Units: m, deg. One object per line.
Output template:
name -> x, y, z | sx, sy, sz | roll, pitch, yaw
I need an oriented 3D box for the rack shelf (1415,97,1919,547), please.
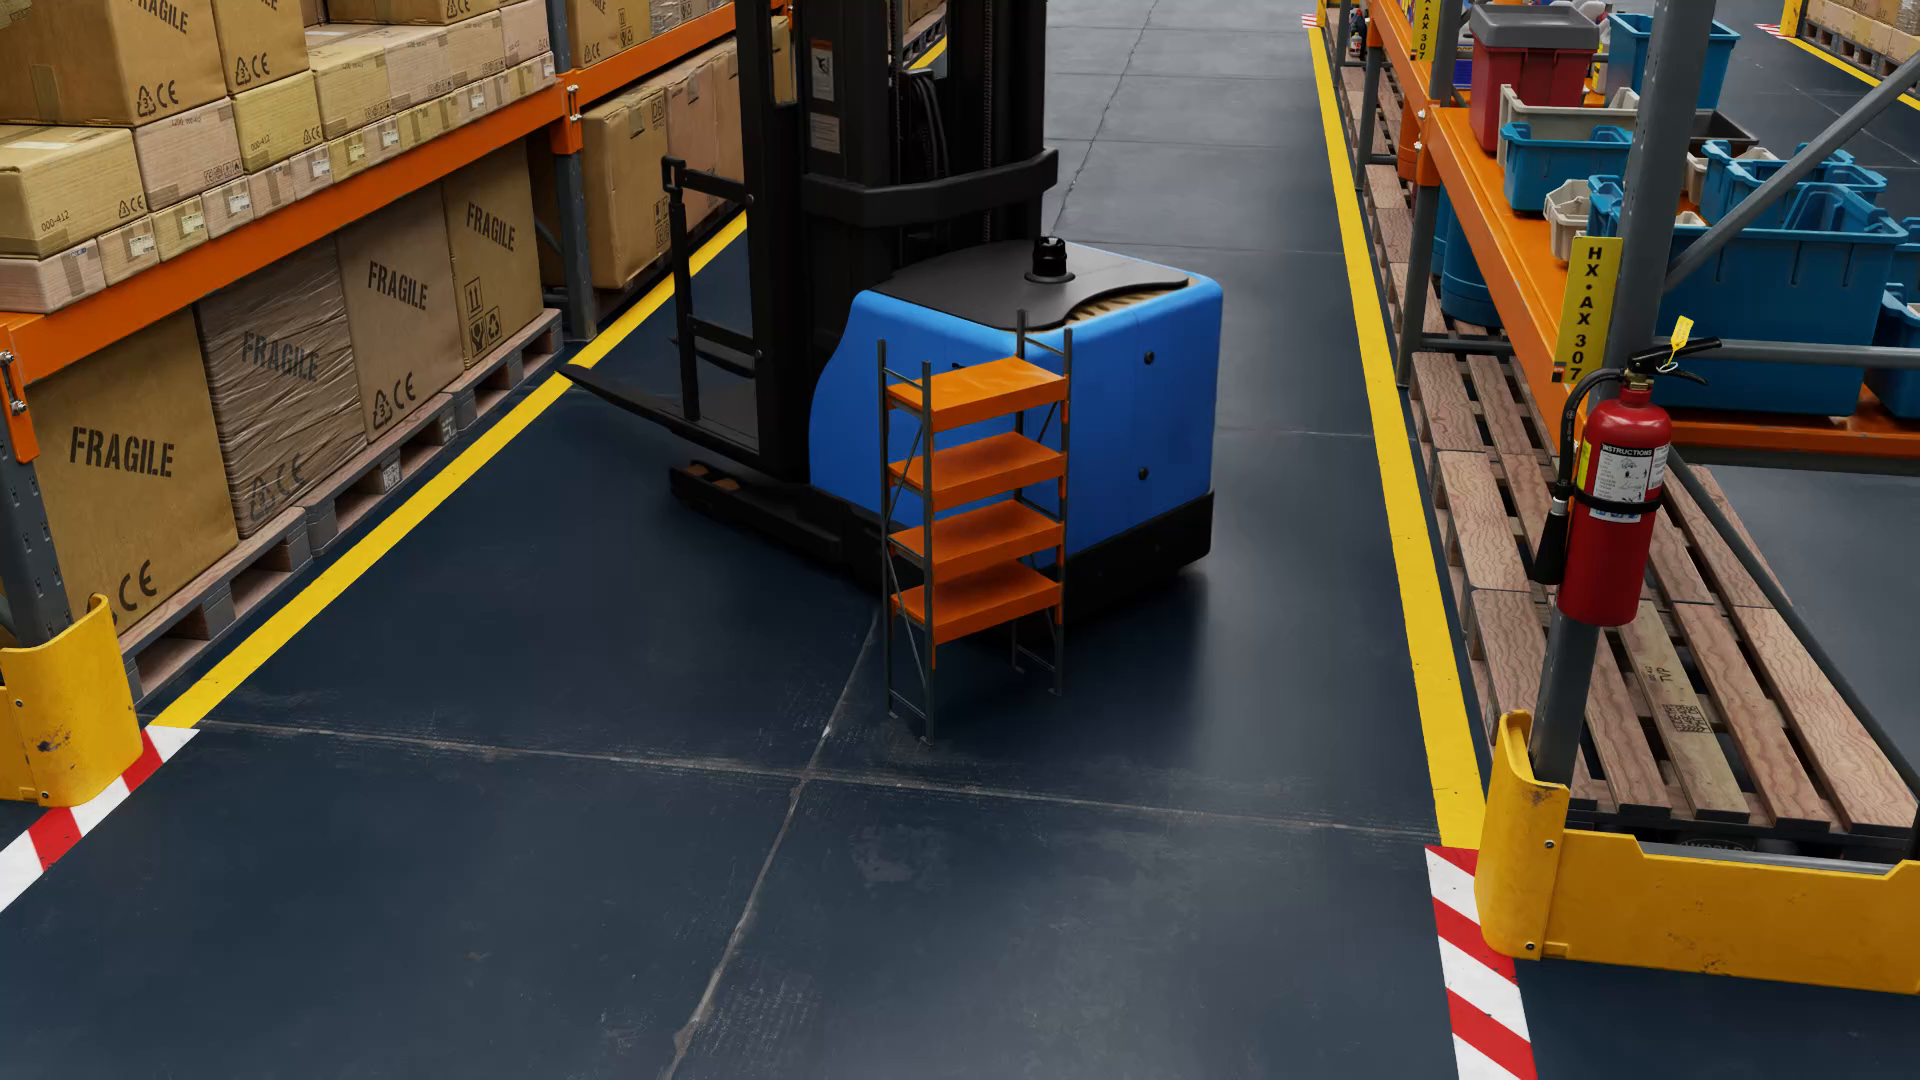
rack shelf -> 2.214, -0.894, 5.471 | 1.077, 0.370, 4.000 | 4, 25, 9

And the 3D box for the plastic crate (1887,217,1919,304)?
plastic crate -> 2.360, -0.691, 4.314 | 0.416, 0.233, 0.300 | 4, 25, 9

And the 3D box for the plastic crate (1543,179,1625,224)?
plastic crate -> 1.955, -1.008, 5.106 | 0.298, 0.136, 0.250 | 4, 25, 9

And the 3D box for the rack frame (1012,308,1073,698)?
rack frame -> 0.243, -0.093, 5.032 | 0.015, 1.200, 0.240 | -17, 30, -32

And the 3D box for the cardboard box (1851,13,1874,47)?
cardboard box -> 8.834, -4.839, 15.798 | 0.500, 0.250, 0.500 | 4, 25, 9

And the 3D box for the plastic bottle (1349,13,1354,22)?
plastic bottle -> 3.686, -4.812, 15.677 | 0.061, 0.283, 0.133 | 6, 26, 12

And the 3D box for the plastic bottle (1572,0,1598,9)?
plastic bottle -> 3.182, -2.652, 8.523 | 0.152, 0.276, 0.135 | 4, 25, 9

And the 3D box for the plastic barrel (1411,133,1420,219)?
plastic barrel -> 2.947, -2.149, 9.653 | 0.600, 0.588, 0.708 | 4, 25, 9

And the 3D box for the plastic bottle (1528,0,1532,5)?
plastic bottle -> 3.475, -3.297, 9.990 | 0.097, 0.201, 0.097 | 0, 25, 0

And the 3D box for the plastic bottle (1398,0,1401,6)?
plastic bottle -> 2.706, -3.384, 10.078 | 0.061, 0.283, 0.133 | 4, 25, 9

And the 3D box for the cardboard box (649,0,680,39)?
cardboard box -> -1.860, -3.040, 9.088 | 0.500, 0.500, 0.500 | 3, 25, 7

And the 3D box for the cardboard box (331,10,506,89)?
cardboard box -> -2.241, -2.047, 6.911 | 0.500, 0.250, 0.500 | 5, 26, 10

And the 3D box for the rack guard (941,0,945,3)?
rack guard -> -0.397, -6.255, 19.022 | 1.175, 0.500, 0.348 | 4, 25, 9

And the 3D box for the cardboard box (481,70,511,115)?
cardboard box -> -2.156, -1.921, 7.111 | 0.380, 0.149, 0.250 | 4, 25, 8

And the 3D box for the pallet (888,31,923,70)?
pallet -> -0.963, -4.766, 16.183 | 1.003, 0.211, 1.213 | 4, 25, 9

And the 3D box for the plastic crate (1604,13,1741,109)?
plastic crate -> 2.801, -1.858, 6.628 | 0.392, 0.384, 0.575 | 4, 25, 9

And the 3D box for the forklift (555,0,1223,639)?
forklift -> -0.491, -1.533, 6.068 | 1.130, 2.935, 3.031 | -23, 33, -40

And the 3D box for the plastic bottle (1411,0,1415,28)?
plastic bottle -> 2.570, -2.983, 9.236 | 0.097, 0.271, 0.097 | 0, 25, 0

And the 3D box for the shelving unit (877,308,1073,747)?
shelving unit -> 0.045, -0.032, 4.904 | 0.503, 1.200, 0.258 | -17, 30, -32

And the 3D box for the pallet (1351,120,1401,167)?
pallet -> 3.360, -2.788, 11.957 | 1.003, 0.211, 1.213 | 4, 25, 9

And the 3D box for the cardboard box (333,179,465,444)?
cardboard box -> -2.679, -0.981, 6.818 | 0.875, 0.875, 0.875 | 4, 25, 9

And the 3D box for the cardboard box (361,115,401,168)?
cardboard box -> -2.324, -1.492, 6.195 | 0.380, 0.149, 0.250 | 4, 25, 9

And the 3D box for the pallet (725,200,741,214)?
pallet -> -1.895, -2.485, 11.310 | 1.003, 0.211, 1.213 | 4, 25, 9

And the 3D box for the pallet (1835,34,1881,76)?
pallet -> 9.103, -4.636, 15.906 | 1.003, 0.211, 1.213 | 4, 25, 9

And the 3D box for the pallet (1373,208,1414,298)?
pallet -> 2.905, -1.625, 9.473 | 1.003, 0.211, 1.213 | 4, 25, 9

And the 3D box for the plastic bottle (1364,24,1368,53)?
plastic bottle -> 3.812, -4.681, 15.318 | 0.144, 0.351, 0.185 | 4, 25, 9

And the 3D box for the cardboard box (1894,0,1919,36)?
cardboard box -> 8.688, -4.760, 14.743 | 0.500, 0.500, 0.500 | 4, 25, 9

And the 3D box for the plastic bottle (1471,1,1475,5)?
plastic bottle -> 2.555, -2.548, 8.308 | 0.097, 0.271, 0.097 | 0, 25, 0

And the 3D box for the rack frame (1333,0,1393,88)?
rack frame -> 3.849, -5.402, 14.253 | 1.000, 3.000, 0.127 | 4, 25, 9

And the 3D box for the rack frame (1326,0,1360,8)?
rack frame -> 4.502, -7.075, 17.827 | 1.000, 3.000, 0.127 | 4, 25, 9

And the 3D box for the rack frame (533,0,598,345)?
rack frame -> -2.345, -2.400, 7.838 | 1.000, 3.000, 0.127 | 4, 25, 9

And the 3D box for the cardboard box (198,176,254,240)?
cardboard box -> -2.492, -1.062, 5.277 | 0.380, 0.149, 0.250 | 4, 25, 8

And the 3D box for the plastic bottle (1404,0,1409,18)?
plastic bottle -> 2.625, -3.175, 9.633 | 0.061, 0.283, 0.133 | 4, 25, 9

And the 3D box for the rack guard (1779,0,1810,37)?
rack guard -> 9.392, -5.608, 17.642 | 1.175, 0.500, 0.348 | 4, 25, 9

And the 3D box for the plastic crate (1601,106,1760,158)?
plastic crate -> 2.623, -1.472, 6.111 | 0.437, 0.125, 0.590 | 4, 25, 9

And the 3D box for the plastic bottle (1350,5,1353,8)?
plastic bottle -> 3.826, -5.117, 16.343 | 0.097, 0.271, 0.097 | 0, 25, 0

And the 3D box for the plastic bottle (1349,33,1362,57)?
plastic bottle -> 3.600, -4.508, 15.124 | 0.097, 0.201, 0.097 | 0, 25, 0

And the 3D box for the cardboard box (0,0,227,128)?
cardboard box -> -2.572, -1.524, 4.910 | 0.500, 0.500, 0.500 | 3, 25, 7

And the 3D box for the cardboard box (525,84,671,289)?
cardboard box -> -2.260, -1.897, 8.774 | 1.225, 0.875, 0.875 | 4, 25, 9

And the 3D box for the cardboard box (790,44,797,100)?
cardboard box -> -1.602, -3.421, 12.451 | 0.700, 0.500, 0.500 | 3, 25, 6

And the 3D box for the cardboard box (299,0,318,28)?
cardboard box -> -2.844, -2.200, 6.353 | 0.500, 0.500, 0.500 | 3, 25, 7

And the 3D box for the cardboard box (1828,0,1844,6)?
cardboard box -> 9.001, -5.597, 16.532 | 0.500, 0.500, 0.500 | 4, 25, 9

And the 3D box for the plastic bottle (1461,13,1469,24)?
plastic bottle -> 2.346, -2.340, 7.858 | 0.152, 0.276, 0.135 | 4, 25, 9

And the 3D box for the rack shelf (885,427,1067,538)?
rack shelf -> 0.045, -0.174, 4.837 | 0.480, 0.148, 0.258 | -17, 30, -32

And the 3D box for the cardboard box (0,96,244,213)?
cardboard box -> -2.576, -1.193, 5.087 | 0.500, 0.250, 0.500 | 4, 25, 8

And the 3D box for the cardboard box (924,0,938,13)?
cardboard box -> -0.567, -5.964, 17.907 | 0.500, 0.500, 0.500 | 11, 27, 22

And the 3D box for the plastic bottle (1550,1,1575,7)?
plastic bottle -> 2.994, -2.565, 8.338 | 0.152, 0.276, 0.135 | 4, 25, 9

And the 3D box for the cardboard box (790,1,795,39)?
cardboard box -> -1.535, -3.984, 12.769 | 0.500, 0.250, 0.500 | 7, 26, 14

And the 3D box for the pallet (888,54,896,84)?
pallet -> -1.164, -4.157, 14.882 | 1.003, 0.211, 1.213 | 4, 25, 9

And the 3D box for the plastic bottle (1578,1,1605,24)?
plastic bottle -> 3.144, -2.555, 8.316 | 0.152, 0.276, 0.135 | 4, 25, 9
